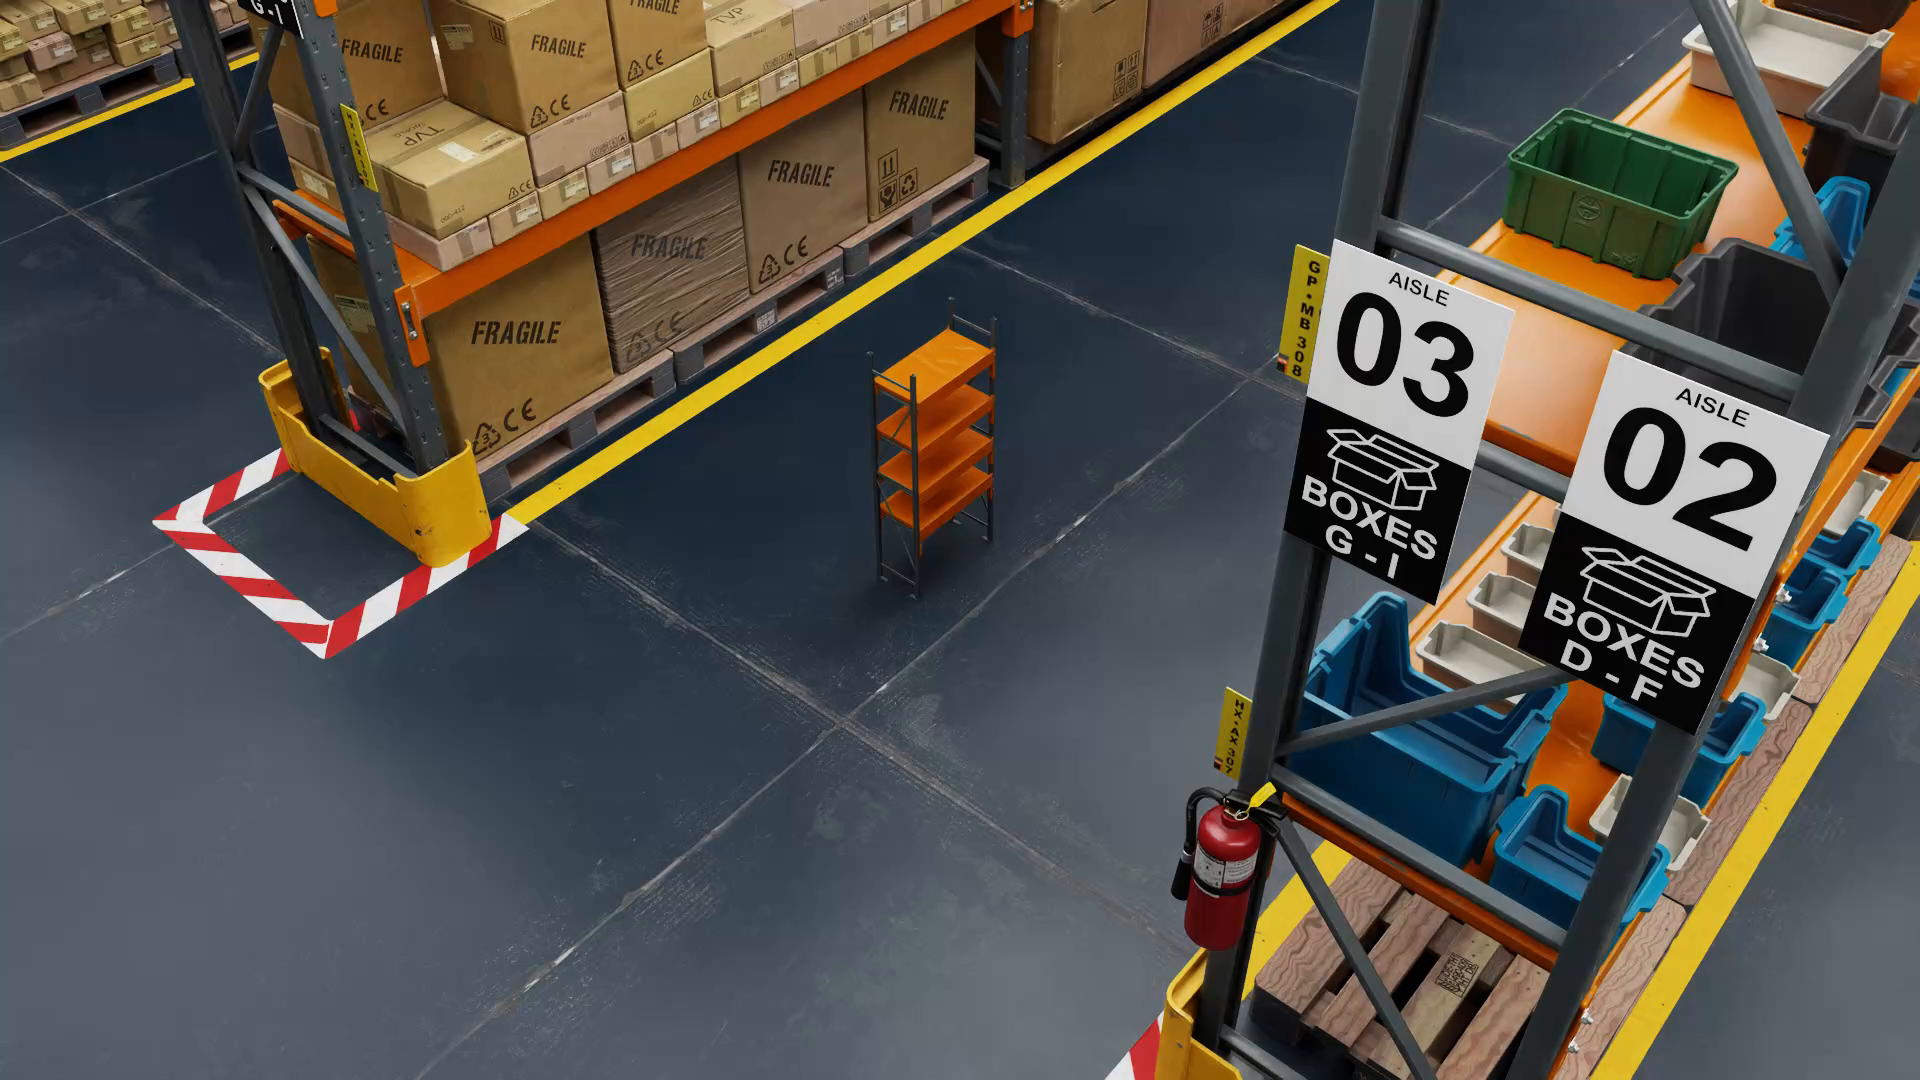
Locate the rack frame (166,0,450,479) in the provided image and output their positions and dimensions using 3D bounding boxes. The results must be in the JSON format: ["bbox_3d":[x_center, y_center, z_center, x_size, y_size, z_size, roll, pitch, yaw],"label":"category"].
[{"bbox_3d":[-2.615,-1.322,6.657,1.000,3.000,0.127,29,50,28],"label":"rack frame"}]

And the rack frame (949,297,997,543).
[{"bbox_3d":[0.050,-0.484,7.073,0.240,1.200,0.015,29,50,28],"label":"rack frame"}]

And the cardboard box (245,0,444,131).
[{"bbox_3d":[-2.502,-2.019,6.756,0.500,0.500,0.500,30,50,29],"label":"cardboard box"}]

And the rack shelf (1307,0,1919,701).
[{"bbox_3d":[2.463,-1.052,4.664,1.077,0.370,4.000,29,50,28],"label":"rack shelf"}]

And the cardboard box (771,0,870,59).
[{"bbox_3d":[-0.783,-2.565,7.914,0.500,0.250,0.500,31,50,29],"label":"cardboard box"}]

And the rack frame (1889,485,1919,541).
[{"bbox_3d":[3.750,-1.238,6.564,1.000,3.000,0.127,29,50,28],"label":"rack frame"}]

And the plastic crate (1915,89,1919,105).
[{"bbox_3d":[2.839,-1.252,4.437,0.437,0.282,0.530,29,50,28],"label":"plastic crate"}]

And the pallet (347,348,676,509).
[{"bbox_3d":[-2.160,-0.736,8.085,1.003,0.211,1.213,29,50,28],"label":"pallet"}]

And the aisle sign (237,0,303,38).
[{"bbox_3d":[-2.432,-2.117,5.599,0.394,0.787,0.004,29,50,28],"label":"aisle sign"}]

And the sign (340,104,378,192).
[{"bbox_3d":[-2.194,-1.429,6.071,0.100,0.325,0.005,29,50,28],"label":"sign"}]

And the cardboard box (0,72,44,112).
[{"bbox_3d":[-5.764,-2.754,10.038,0.380,0.149,0.250,31,50,29],"label":"cardboard box"}]

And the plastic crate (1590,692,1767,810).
[{"bbox_3d":[2.011,0.538,4.691,0.416,0.233,0.300,29,50,28],"label":"plastic crate"}]

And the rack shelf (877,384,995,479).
[{"bbox_3d":[-0.107,-0.474,6.830,0.258,0.148,0.480,29,50,28],"label":"rack shelf"}]

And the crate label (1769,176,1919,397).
[{"bbox_3d":[2.017,-0.568,3.708,0.408,0.251,0.502,29,50,28],"label":"crate label"}]

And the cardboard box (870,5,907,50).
[{"bbox_3d":[-0.482,-2.593,8.241,0.380,0.149,0.250,30,50,29],"label":"cardboard box"}]

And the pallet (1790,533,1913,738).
[{"bbox_3d":[3.307,0.189,7.067,1.003,0.211,1.213,29,50,28],"label":"pallet"}]

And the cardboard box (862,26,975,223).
[{"bbox_3d":[-0.527,-2.446,9.160,0.875,0.875,0.875,29,50,28],"label":"cardboard box"}]

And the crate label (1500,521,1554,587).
[{"bbox_3d":[1.920,0.102,5.242,0.396,0.136,0.243,29,50,28],"label":"crate label"}]

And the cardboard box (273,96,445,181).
[{"bbox_3d":[-2.506,-1.741,7.008,0.500,0.250,0.500,29,50,28],"label":"cardboard box"}]

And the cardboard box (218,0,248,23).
[{"bbox_3d":[-4.779,-3.556,10.920,0.380,0.149,0.250,30,50,28],"label":"cardboard box"}]

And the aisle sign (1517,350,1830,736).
[{"bbox_3d":[1.357,0.026,3.242,0.394,0.787,0.004,29,50,28],"label":"aisle sign"}]

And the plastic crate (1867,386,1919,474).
[{"bbox_3d":[3.236,-0.465,5.874,0.437,0.125,0.590,29,50,28],"label":"plastic crate"}]

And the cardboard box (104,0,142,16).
[{"bbox_3d":[-5.307,-3.397,10.304,0.380,0.149,0.250,27,49,27],"label":"cardboard box"}]

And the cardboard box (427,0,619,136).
[{"bbox_3d":[-1.778,-2.042,6.782,0.500,0.500,0.500,28,49,28],"label":"cardboard box"}]

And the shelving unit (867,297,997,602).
[{"bbox_3d":[-0.107,-0.359,6.935,0.258,1.200,0.503,29,50,28],"label":"shelving unit"}]

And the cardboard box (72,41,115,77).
[{"bbox_3d":[-5.504,-3.055,10.369,0.380,0.149,0.250,30,50,29],"label":"cardboard box"}]

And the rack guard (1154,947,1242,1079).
[{"bbox_3d":[1.171,1.765,5.120,1.175,0.500,0.348,29,50,28],"label":"rack guard"}]

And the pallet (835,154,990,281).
[{"bbox_3d":[-0.590,-1.993,9.467,1.003,0.211,1.213,29,50,28],"label":"pallet"}]

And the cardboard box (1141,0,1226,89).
[{"bbox_3d":[0.930,-3.550,10.374,1.225,0.875,0.875,28,49,27],"label":"cardboard box"}]

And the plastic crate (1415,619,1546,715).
[{"bbox_3d":[1.562,0.399,4.915,0.396,0.136,0.243,29,50,28],"label":"plastic crate"}]

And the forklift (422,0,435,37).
[{"bbox_3d":[-3.036,-3.854,9.492,1.130,2.935,3.031,2,42,2],"label":"forklift"}]

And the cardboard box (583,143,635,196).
[{"bbox_3d":[-1.638,-1.669,7.225,0.380,0.149,0.250,29,50,28],"label":"cardboard box"}]

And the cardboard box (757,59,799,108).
[{"bbox_3d":[-0.977,-2.198,7.806,0.380,0.149,0.250,30,50,29],"label":"cardboard box"}]

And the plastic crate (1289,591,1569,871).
[{"bbox_3d":[1.249,0.533,4.545,0.616,0.435,0.499,29,50,28],"label":"plastic crate"}]

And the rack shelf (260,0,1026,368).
[{"bbox_3d":[-1.328,-2.086,8.032,1.077,0.370,4.000,29,50,28],"label":"rack shelf"}]

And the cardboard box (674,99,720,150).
[{"bbox_3d":[-1.308,-1.933,7.515,0.380,0.149,0.250,29,50,28],"label":"cardboard box"}]

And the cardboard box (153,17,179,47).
[{"bbox_3d":[-5.164,-3.312,10.652,0.380,0.149,0.250,30,50,29],"label":"cardboard box"}]

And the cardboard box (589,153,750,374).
[{"bbox_3d":[-1.679,-1.524,8.146,0.875,0.875,0.875,29,50,28],"label":"cardboard box"}]

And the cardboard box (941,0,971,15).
[{"bbox_3d":[-0.152,-2.857,8.532,0.380,0.149,0.250,30,50,29],"label":"cardboard box"}]

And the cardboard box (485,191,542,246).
[{"bbox_3d":[-1.970,-1.402,6.931,0.380,0.149,0.250,29,50,28],"label":"cardboard box"}]

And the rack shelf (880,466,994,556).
[{"bbox_3d":[-0.107,-0.162,7.114,0.258,0.148,0.480,29,50,28],"label":"rack shelf"}]

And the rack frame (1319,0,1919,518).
[{"bbox_3d":[1.176,-1.398,2.280,1.000,3.000,0.127,29,50,28],"label":"rack frame"}]

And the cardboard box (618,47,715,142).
[{"bbox_3d":[-1.444,-2.035,7.331,0.500,0.250,0.500,28,49,27],"label":"cardboard box"}]

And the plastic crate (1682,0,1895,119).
[{"bbox_3d":[2.316,-1.362,4.666,0.437,0.136,0.530,29,50,28],"label":"plastic crate"}]

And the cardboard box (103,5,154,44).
[{"bbox_3d":[-5.255,-3.257,10.371,0.380,0.149,0.250,31,51,30],"label":"cardboard box"}]

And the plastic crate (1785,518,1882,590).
[{"bbox_3d":[2.627,0.045,5.233,0.416,0.233,0.300,29,50,28],"label":"plastic crate"}]

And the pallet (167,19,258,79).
[{"bbox_3d":[-4.962,-3.558,11.188,1.003,0.211,1.213,29,50,28],"label":"pallet"}]

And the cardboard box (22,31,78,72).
[{"bbox_3d":[-5.593,-3.008,10.096,0.380,0.149,0.250,29,50,28],"label":"cardboard box"}]

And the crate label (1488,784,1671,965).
[{"bbox_3d":[1.587,0.877,4.318,0.416,0.233,0.303,29,50,28],"label":"crate label"}]

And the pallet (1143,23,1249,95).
[{"bbox_3d":[1.183,-3.411,11.027,1.003,0.211,1.213,29,50,28],"label":"pallet"}]

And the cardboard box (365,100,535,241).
[{"bbox_3d":[-2.099,-1.507,6.751,0.500,0.250,0.500,28,49,27],"label":"cardboard box"}]

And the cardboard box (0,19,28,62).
[{"bbox_3d":[-5.749,-2.965,9.829,0.380,0.149,0.250,27,49,27],"label":"cardboard box"}]
